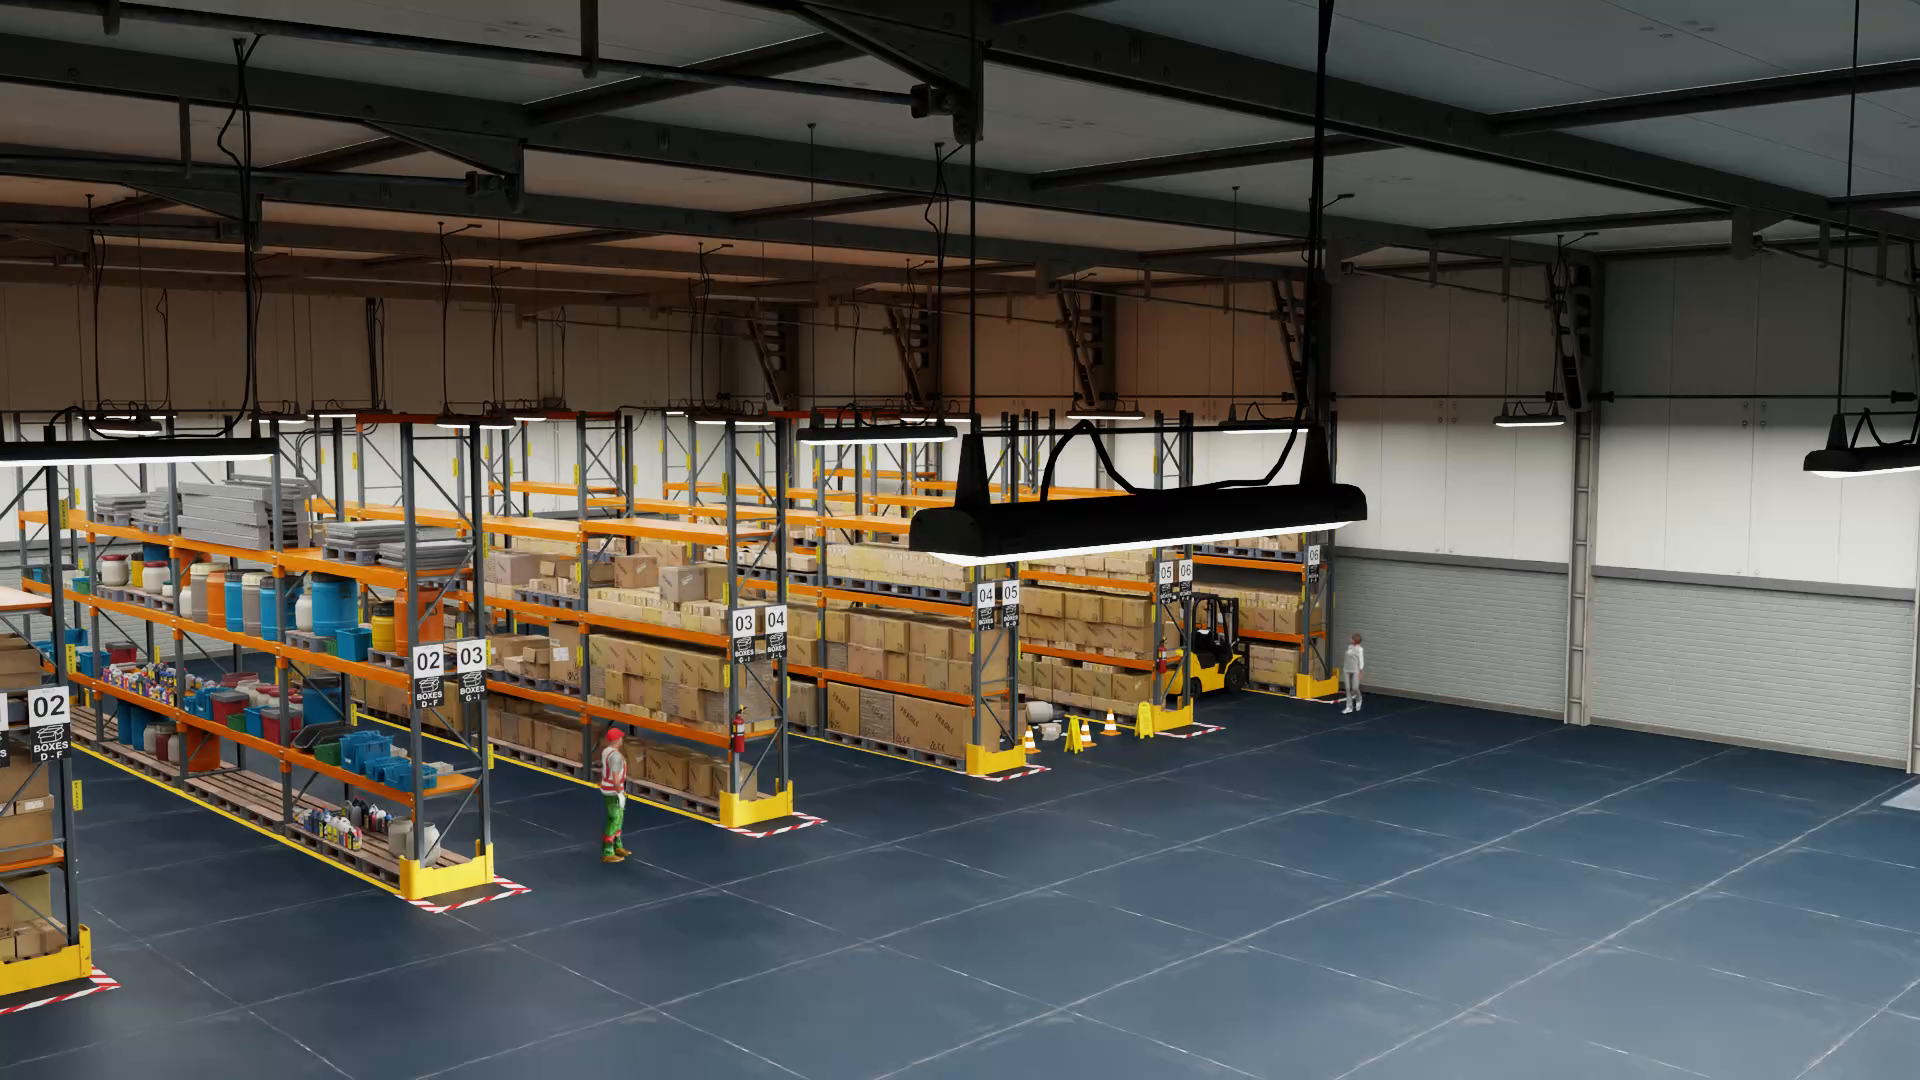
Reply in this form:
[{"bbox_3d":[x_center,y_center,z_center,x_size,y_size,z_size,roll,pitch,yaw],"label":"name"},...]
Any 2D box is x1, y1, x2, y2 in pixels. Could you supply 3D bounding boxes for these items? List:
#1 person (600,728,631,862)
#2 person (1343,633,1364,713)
[{"bbox_3d":[-4.720,3.461,22.747,0.412,1.799,0.630,-1,5,-17],"label":"person"},{"bbox_3d":[7.838,2.646,33.134,0.441,1.591,0.438,3,6,32],"label":"person"}]
